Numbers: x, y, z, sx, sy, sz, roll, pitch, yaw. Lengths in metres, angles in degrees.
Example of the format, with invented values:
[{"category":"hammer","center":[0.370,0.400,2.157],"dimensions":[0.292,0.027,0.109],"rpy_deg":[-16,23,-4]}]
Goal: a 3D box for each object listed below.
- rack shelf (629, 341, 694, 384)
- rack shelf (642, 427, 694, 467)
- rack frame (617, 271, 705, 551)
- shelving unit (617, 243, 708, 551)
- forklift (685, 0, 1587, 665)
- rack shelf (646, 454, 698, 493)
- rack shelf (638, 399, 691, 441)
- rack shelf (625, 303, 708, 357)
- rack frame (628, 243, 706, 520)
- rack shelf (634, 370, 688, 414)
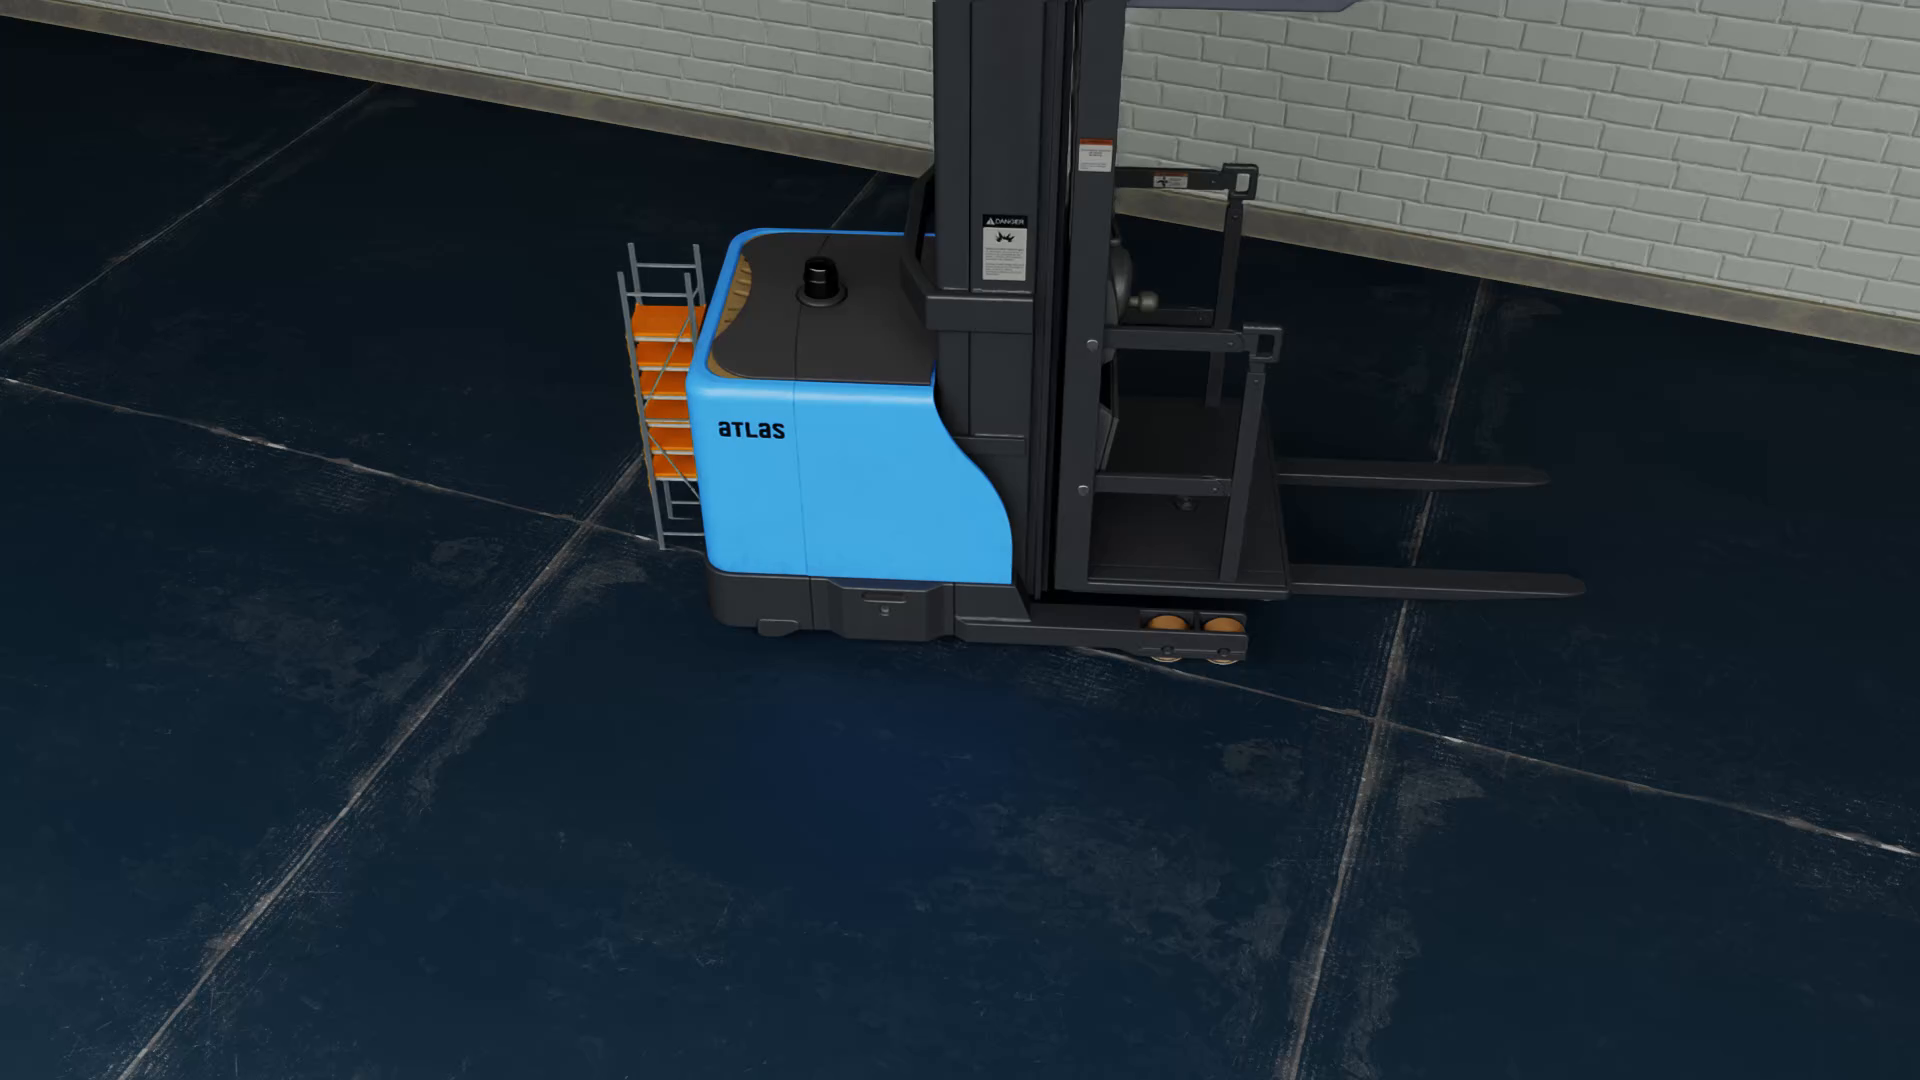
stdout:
[{"category":"rack shelf","center":[-0.996,-0.624,5.756],"dimensions":[0.258,0.103,0.180],"rpy_deg":[1,40,2]},{"category":"rack shelf","center":[-0.996,-0.350,5.989],"dimensions":[0.258,0.103,0.180],"rpy_deg":[1,40,2]},{"category":"rack frame","center":[-0.999,-0.416,5.813],"dimensions":[0.240,1.200,0.006],"rpy_deg":[1,40,2]},{"category":"shelving unit","center":[-0.996,-0.475,5.883],"dimensions":[0.258,1.200,0.189],"rpy_deg":[1,40,2]},{"category":"forklift","center":[0.657,-1.043,5.214],"dimensions":[3.031,2.935,1.130],"rpy_deg":[2,41,3]},{"category":"rack shelf","center":[-0.996,-0.259,6.067],"dimensions":[0.258,0.103,0.180],"rpy_deg":[1,40,2]},{"category":"rack shelf","center":[-0.996,-0.441,5.911],"dimensions":[0.258,0.103,0.180],"rpy_deg":[1,40,2]},{"category":"rack shelf","center":[-0.996,-0.715,5.678],"dimensions":[0.258,0.103,0.180],"rpy_deg":[1,40,2]},{"category":"rack frame","center":[-0.993,-0.535,5.952],"dimensions":[0.240,1.200,0.006],"rpy_deg":[1,40,2]},{"category":"rack shelf","center":[-0.996,-0.533,5.834],"dimensions":[0.258,0.103,0.180],"rpy_deg":[1,40,2]}]
